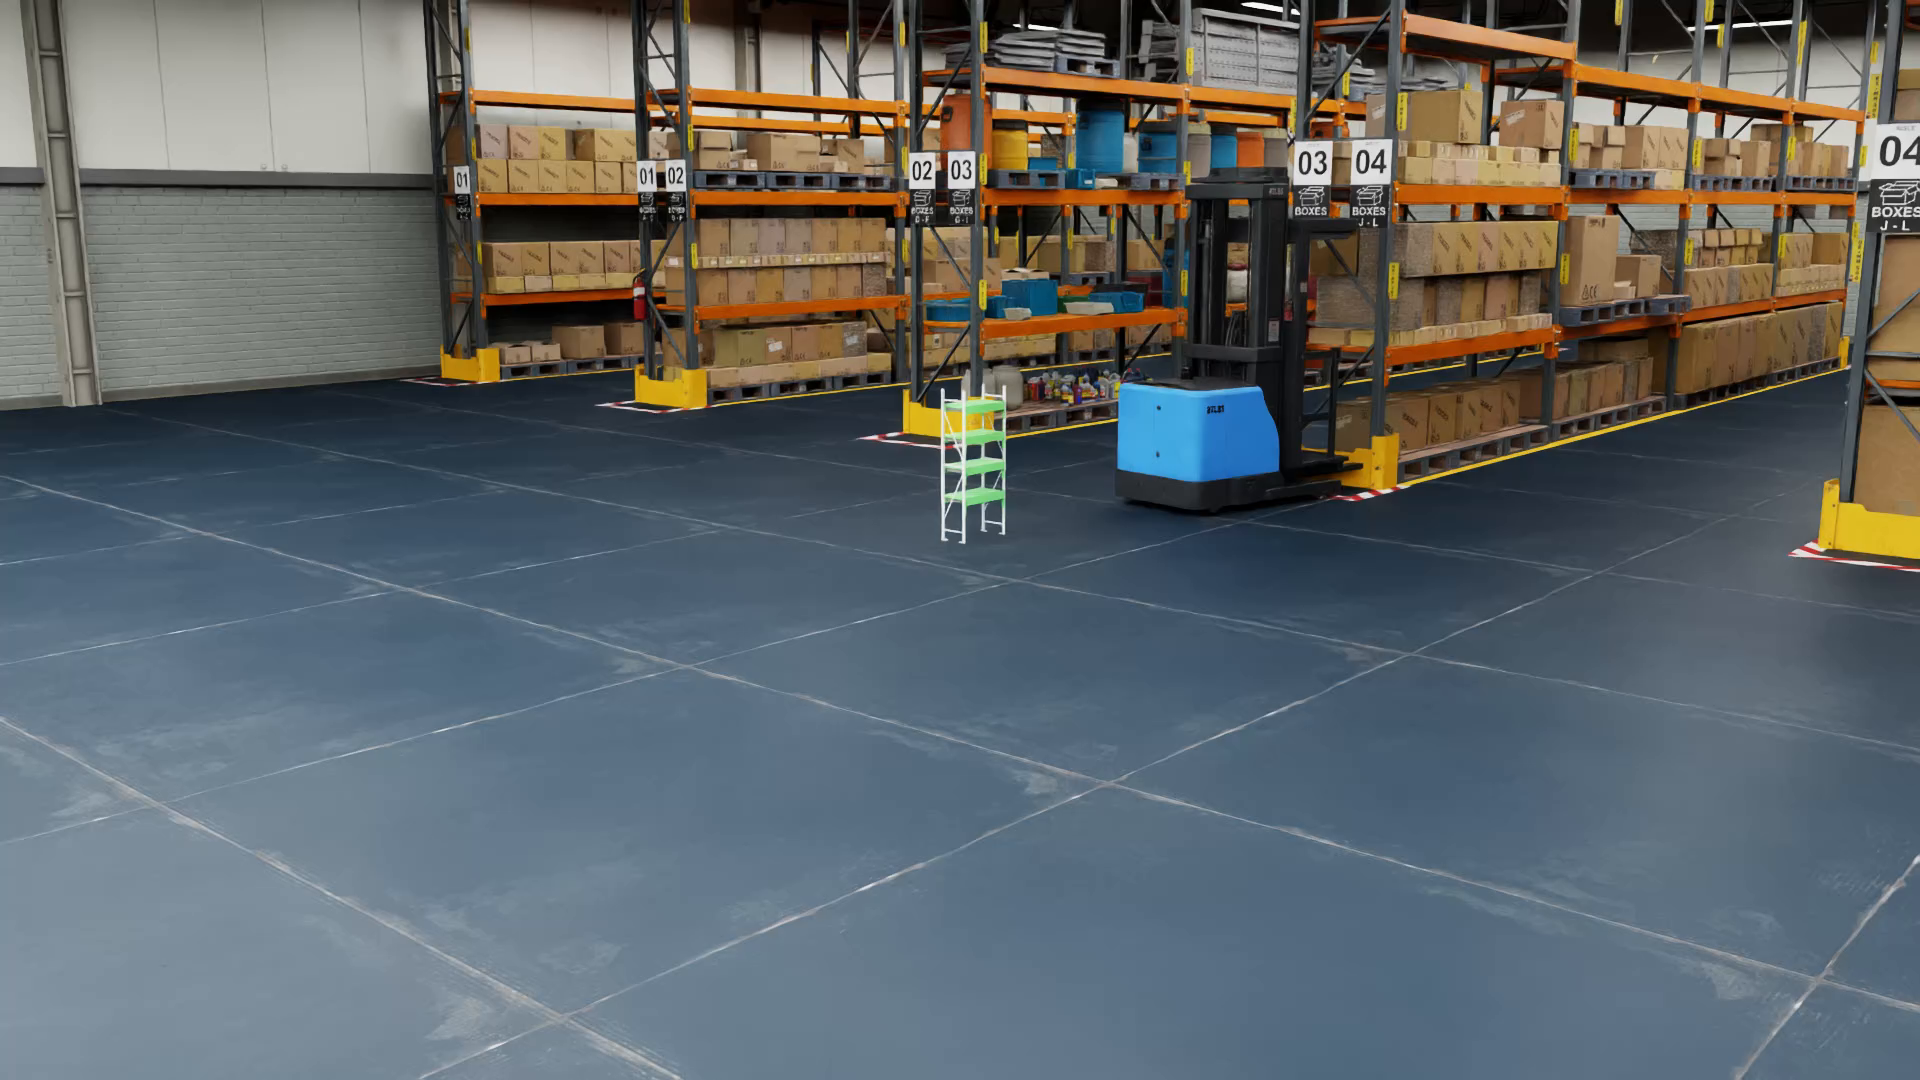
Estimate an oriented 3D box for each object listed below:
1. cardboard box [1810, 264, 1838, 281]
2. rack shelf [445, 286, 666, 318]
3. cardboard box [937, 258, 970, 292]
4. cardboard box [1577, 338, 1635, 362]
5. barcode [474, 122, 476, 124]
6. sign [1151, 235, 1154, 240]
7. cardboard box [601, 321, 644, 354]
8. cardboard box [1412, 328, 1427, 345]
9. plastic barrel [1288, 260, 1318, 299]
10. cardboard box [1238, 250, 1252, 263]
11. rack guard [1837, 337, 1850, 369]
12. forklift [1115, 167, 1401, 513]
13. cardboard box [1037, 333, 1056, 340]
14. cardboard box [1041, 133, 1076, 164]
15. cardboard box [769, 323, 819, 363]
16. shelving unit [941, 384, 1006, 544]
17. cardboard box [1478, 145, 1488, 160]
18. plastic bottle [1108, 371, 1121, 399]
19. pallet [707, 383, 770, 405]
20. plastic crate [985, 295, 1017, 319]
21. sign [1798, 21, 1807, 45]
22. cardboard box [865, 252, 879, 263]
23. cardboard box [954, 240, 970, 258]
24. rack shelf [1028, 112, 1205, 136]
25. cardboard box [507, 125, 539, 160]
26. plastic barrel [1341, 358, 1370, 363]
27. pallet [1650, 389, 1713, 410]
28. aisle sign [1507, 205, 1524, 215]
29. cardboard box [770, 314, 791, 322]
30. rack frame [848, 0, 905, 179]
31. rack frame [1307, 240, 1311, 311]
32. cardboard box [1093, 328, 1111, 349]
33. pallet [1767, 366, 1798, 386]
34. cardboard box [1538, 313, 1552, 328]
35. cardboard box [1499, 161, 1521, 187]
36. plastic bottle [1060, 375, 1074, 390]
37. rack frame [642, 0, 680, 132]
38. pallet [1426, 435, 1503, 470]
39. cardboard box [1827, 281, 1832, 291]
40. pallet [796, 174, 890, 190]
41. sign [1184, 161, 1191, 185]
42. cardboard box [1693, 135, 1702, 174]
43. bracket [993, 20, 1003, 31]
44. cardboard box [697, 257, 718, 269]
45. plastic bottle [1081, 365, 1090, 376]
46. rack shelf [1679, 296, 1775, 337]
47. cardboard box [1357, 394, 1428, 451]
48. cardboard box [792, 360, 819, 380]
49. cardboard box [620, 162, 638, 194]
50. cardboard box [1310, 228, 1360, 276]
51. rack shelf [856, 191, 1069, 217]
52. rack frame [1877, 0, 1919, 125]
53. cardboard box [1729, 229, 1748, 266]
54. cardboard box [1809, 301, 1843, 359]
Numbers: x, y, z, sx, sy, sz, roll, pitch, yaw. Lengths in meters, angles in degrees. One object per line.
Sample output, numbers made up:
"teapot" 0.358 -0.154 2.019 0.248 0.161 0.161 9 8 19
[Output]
"cardboard box" 13.671 -4.271 26.561 0.500 0.250 0.500 9 15 39
"rack shelf" -6.277 -3.888 26.855 1.077 0.370 4.000 10 15 40
"cardboard box" -0.036 -4.206 26.356 0.500 0.500 0.500 10 15 40
"cardboard box" 8.084 -2.378 20.803 0.500 0.250 0.500 -10 15 -41
"barcode" -7.504 -6.420 25.697 0.001 0.075 0.075 10 15 40
"sign" 3.635 -5.565 31.207 0.100 0.325 0.005 10 15 40
"cardboard box" -5.612 -3.367 27.669 0.500 0.500 0.500 8 14 36
"cardboard box" 4.288 -1.982 16.118 0.380 0.149 0.250 10 15 40
"plastic barrel" 5.047 -3.802 24.240 0.600 0.536 0.708 10 15 40
"cardboard box" 5.256 -5.310 31.882 0.500 0.500 0.500 10 15 40
"rack guard" 14.143 -3.157 27.740 1.175 0.500 0.348 10 15 40
"forklift" 2.858 -1.876 15.120 3.031 2.935 1.130 -9 14 -37
"cardboard box" 1.247 -3.507 27.628 0.500 0.311 0.500 10 15 42
"cardboard box" 1.700 -6.557 27.916 0.500 0.500 0.500 10 15 40
"cardboard box" -2.360 -2.802 23.616 0.500 0.500 0.500 10 15 40
"shelving unit" 0.109 -0.613 13.216 0.258 1.200 0.503 10 15 40
"cardboard box" 5.098 -3.898 16.778 0.380 0.149 0.250 9 14 38
"plastic bottle" 1.937 -1.963 21.020 0.144 0.351 0.185 10 15 40
"pallet" -3.400 -2.057 22.971 1.003 0.211 1.213 10 15 40
"plastic crate" 0.383 -2.800 19.949 0.499 0.251 0.408 10 15 40
"sign" 11.902 -7.161 23.502 0.100 0.325 0.005 10 15 40
"cardboard box" -1.416 -4.158 24.460 0.380 0.149 0.250 9 15 39
"cardboard box" -0.120 -5.740 33.224 0.500 0.500 0.500 10 15 41
"rack shelf" 2.728 -7.171 28.995 1.077 0.370 4.000 10 15 40
"cardboard box" -6.791 -6.059 25.371 0.500 0.500 0.500 10 15 40
"plastic barrel" 6.181 -3.106 26.189 0.600 0.588 0.708 10 15 40
"pallet" 9.423 -1.941 22.390 1.003 0.211 1.213 10 15 40
"aisle sign" 10.231 -6.343 30.674 0.394 0.787 0.004 10 15 40
"cardboard box" -3.486 -3.863 30.153 0.700 0.500 0.500 10 15 40
"rack frame" -1.233 -6.837 24.466 1.000 3.000 0.127 10 15 40
"rack frame" 6.688 -5.660 33.893 1.000 3.000 0.127 10 15 40
"cardboard box" 2.264 -3.581 28.741 0.500 0.500 0.500 9 14 38
"pallet" 12.047 -2.525 25.314 1.003 0.211 1.213 10 15 40
"cardboard box" 6.285 -2.421 18.314 0.380 0.149 0.250 10 15 40
"cardboard box" 5.416 -3.759 17.097 0.500 0.250 0.500 10 15 40
"plastic bottle" 1.363 -1.963 21.213 0.152 0.276 0.135 10 15 40
"rack frame" -4.957 -7.477 27.670 1.000 3.000 0.127 10 15 40
"pallet" 4.984 -0.962 17.491 1.003 0.211 1.213 10 15 40
"cardboard box" 13.636 -4.049 26.466 0.380 0.149 0.250 10 15 41
"pallet" -1.777 -5.194 24.123 1.003 0.211 1.213 10 15 40
"sign" 2.891 -4.657 21.185 0.100 0.325 0.005 10 15 40
"cardboard box" 9.195 -5.029 21.736 0.797 0.503 0.637 11 16 44
"bracket" 0.677 -10.649 34.362 0.235 0.232 0.430 10 15 40
"cardboard box" -3.453 -3.703 22.183 0.380 0.149 0.250 10 15 40
"plastic bottle" 1.641 -2.106 21.735 0.144 0.351 0.185 10 15 42
"rack shelf" 10.166 -3.144 23.128 1.077 0.370 4.000 10 15 40
"cardboard box" 4.359 -1.187 16.807 0.500 0.500 0.500 -7 13 -33
"cardboard box" -2.361 -2.435 23.690 0.500 0.250 0.500 10 15 40
"cardboard box" -5.448 -5.886 27.056 0.500 0.500 0.500 8 14 36
"cardboard box" 3.743 -2.823 16.120 0.500 0.500 0.500 10 15 40
"rack shelf" 0.087 -5.307 26.303 1.077 0.370 4.000 10 15 40
"rack frame" 7.224 -4.311 11.819 1.000 3.000 0.127 10 15 40
"cardboard box" 10.609 -4.137 23.449 0.797 0.503 0.637 10 15 41
"cardboard box" 13.765 -3.439 27.121 0.875 0.875 0.875 10 15 40
